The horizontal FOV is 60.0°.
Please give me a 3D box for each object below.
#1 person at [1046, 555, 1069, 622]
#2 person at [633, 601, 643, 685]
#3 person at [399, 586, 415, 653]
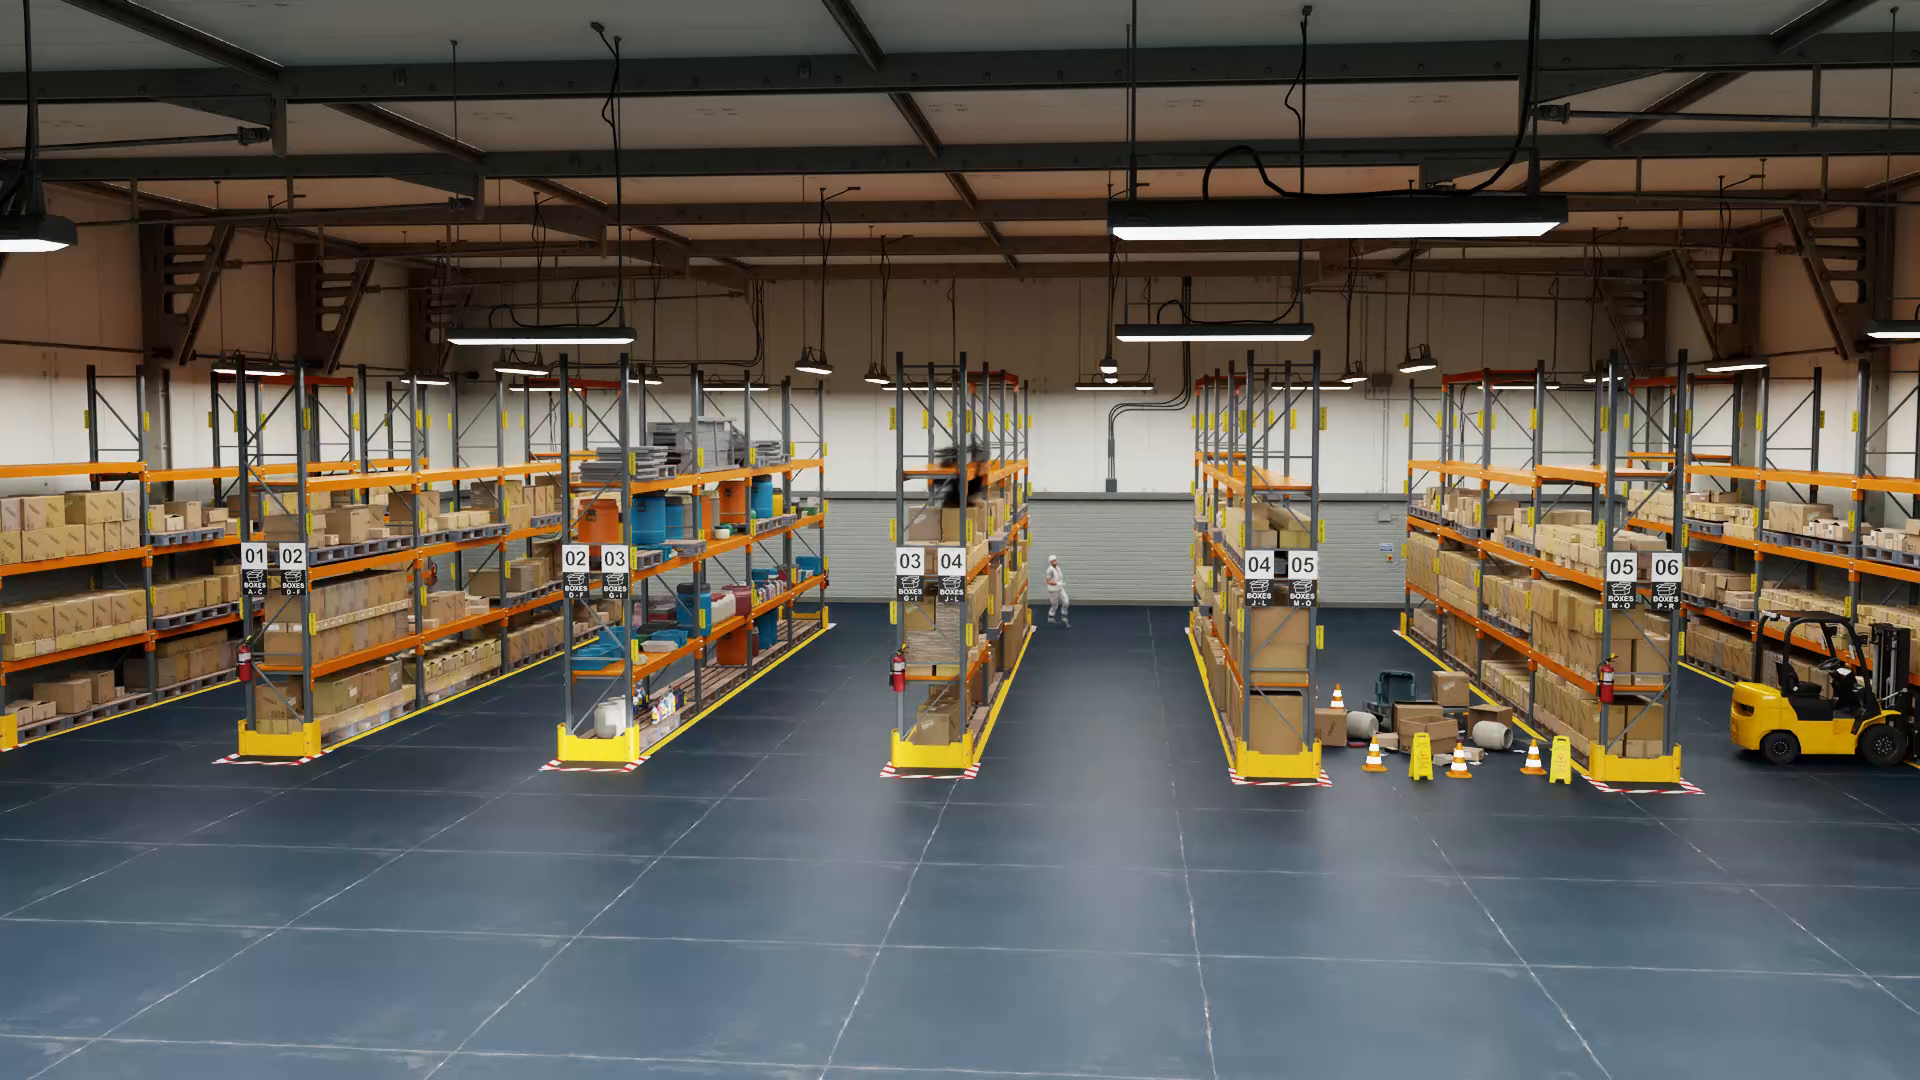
[{"bbox_3d":[2.282,1.185,40.428,0.624,1.661,0.632,4,6,44],"label":"person"},{"bbox_3d":[-6.131,2.013,31.489,0.510,1.512,0.663,0,4,-1],"label":"person"},{"bbox_3d":[-10.876,1.750,32.843,0.684,1.701,0.603,0,4,-1],"label":"person"}]
